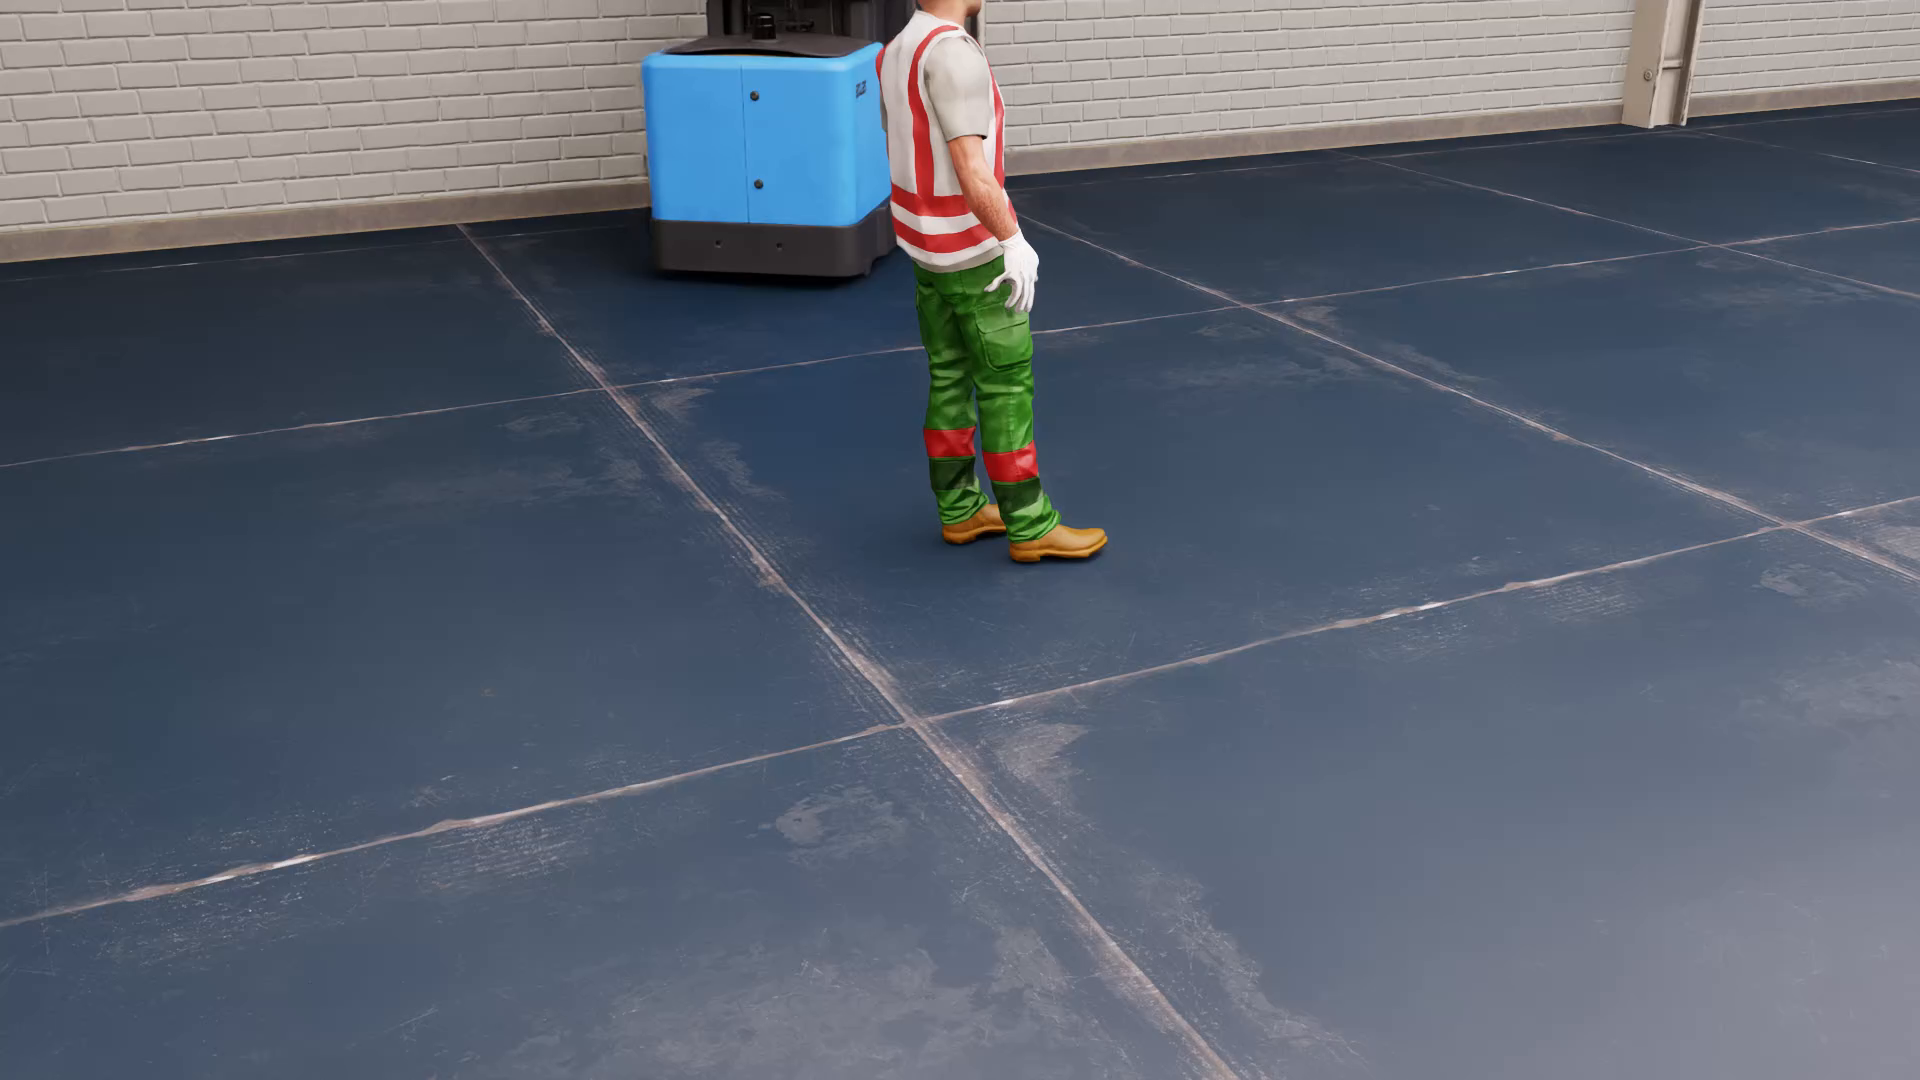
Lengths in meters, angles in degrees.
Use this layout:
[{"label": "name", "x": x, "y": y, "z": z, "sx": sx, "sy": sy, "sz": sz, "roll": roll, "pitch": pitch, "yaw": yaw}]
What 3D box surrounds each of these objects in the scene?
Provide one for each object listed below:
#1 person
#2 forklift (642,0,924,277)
[{"label": "person", "x": 0.078, "y": -0.842, "z": 4.782, "sx": 0.564, "sy": 1.787, "sz": 0.637, "roll": -10, "pitch": 25, "yaw": -23}, {"label": "forklift", "x": -0.750, "y": -3.144, "z": 8.854, "sx": 1.130, "sy": 2.935, "sz": 3.031, "roll": 4, "pitch": 23, "yaw": 9}]
